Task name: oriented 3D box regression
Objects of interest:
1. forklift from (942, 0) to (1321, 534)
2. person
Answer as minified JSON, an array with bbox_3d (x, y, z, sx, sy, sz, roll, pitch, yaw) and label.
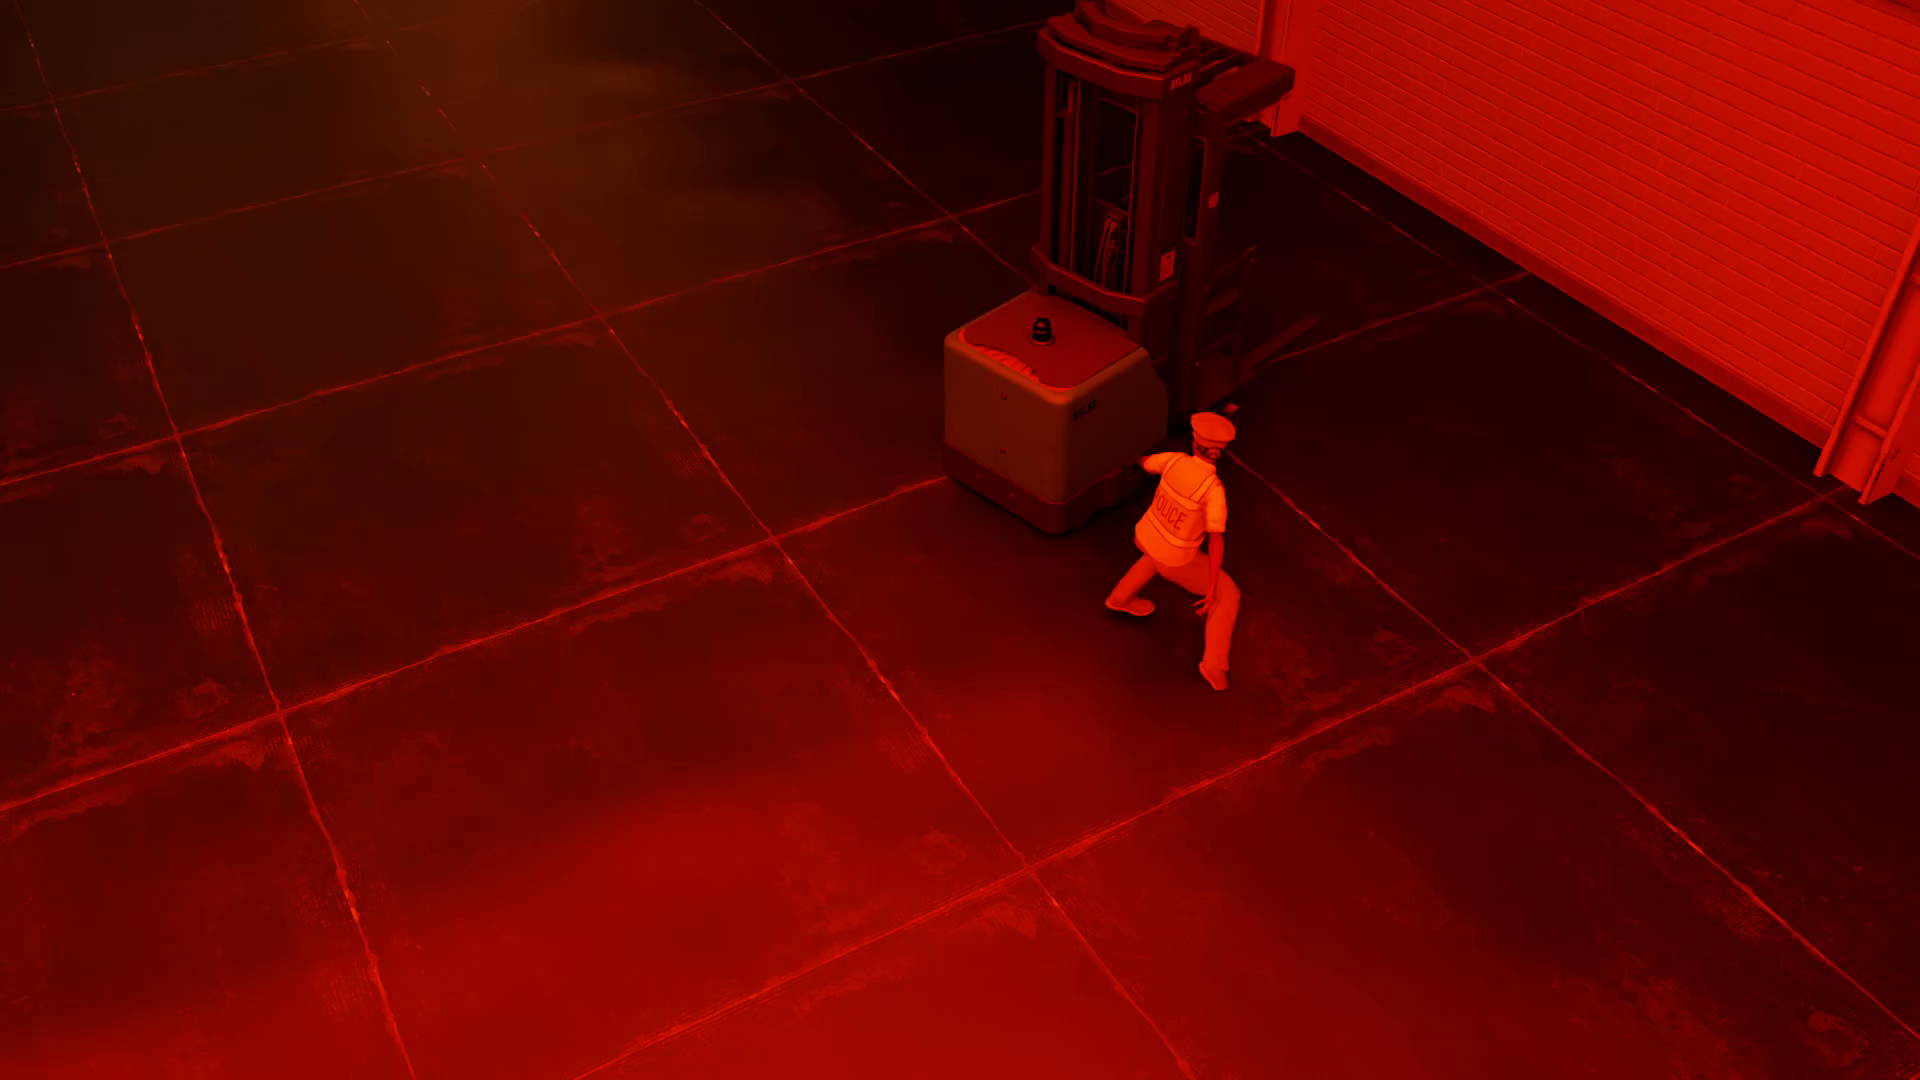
[{"bbox_3d":[1.280,-2.002,10.450,1.130,2.935,3.031,32,49,33],"label":"forklift"},{"bbox_3d":[1.252,0.070,9.160,0.553,1.603,0.975,-19,43,-22],"label":"person"}]
